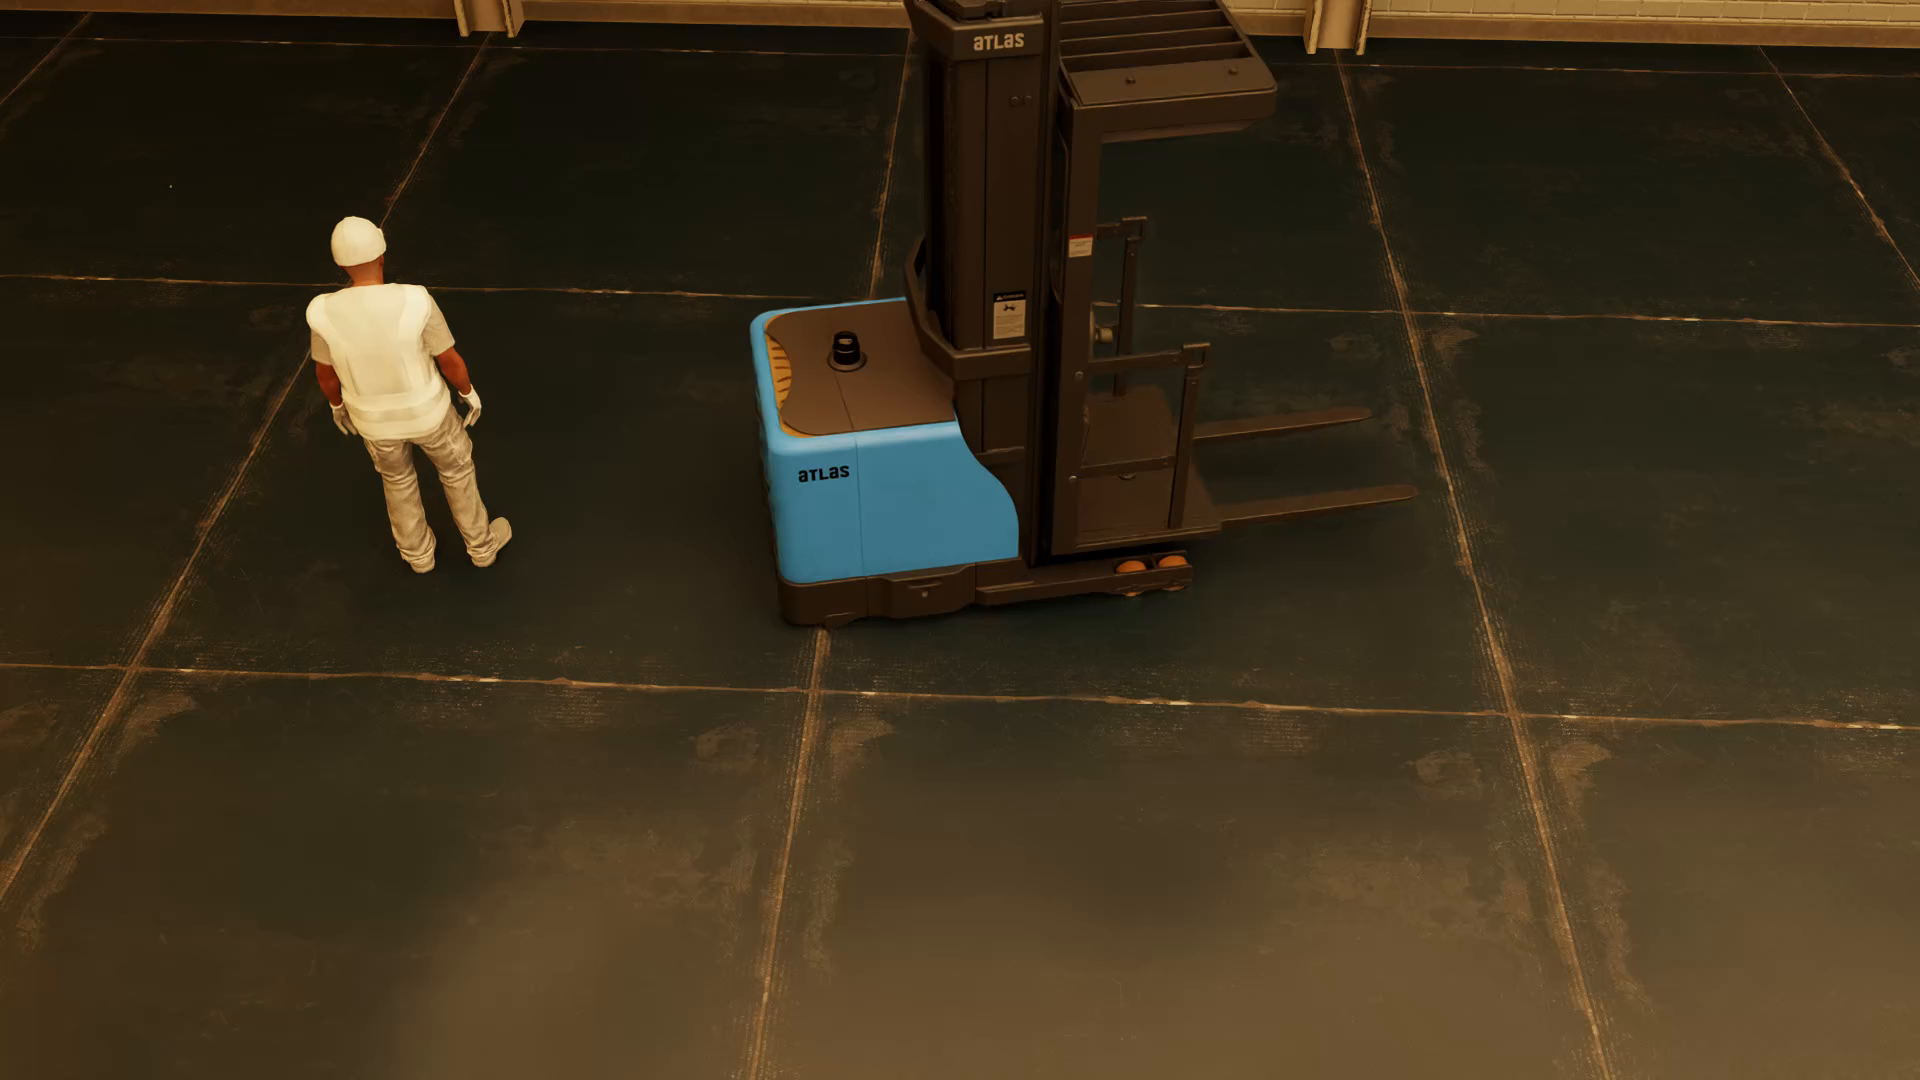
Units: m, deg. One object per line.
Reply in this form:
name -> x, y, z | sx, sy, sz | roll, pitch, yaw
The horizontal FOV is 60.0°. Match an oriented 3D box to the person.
person -> -2.424, -0.589, 7.247 | 0.632, 1.776, 0.444 | -4, 43, -4

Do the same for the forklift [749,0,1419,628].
forklift -> 0.612, -1.171, 7.025 | 3.031, 2.935, 1.130 | -7, 43, -8
